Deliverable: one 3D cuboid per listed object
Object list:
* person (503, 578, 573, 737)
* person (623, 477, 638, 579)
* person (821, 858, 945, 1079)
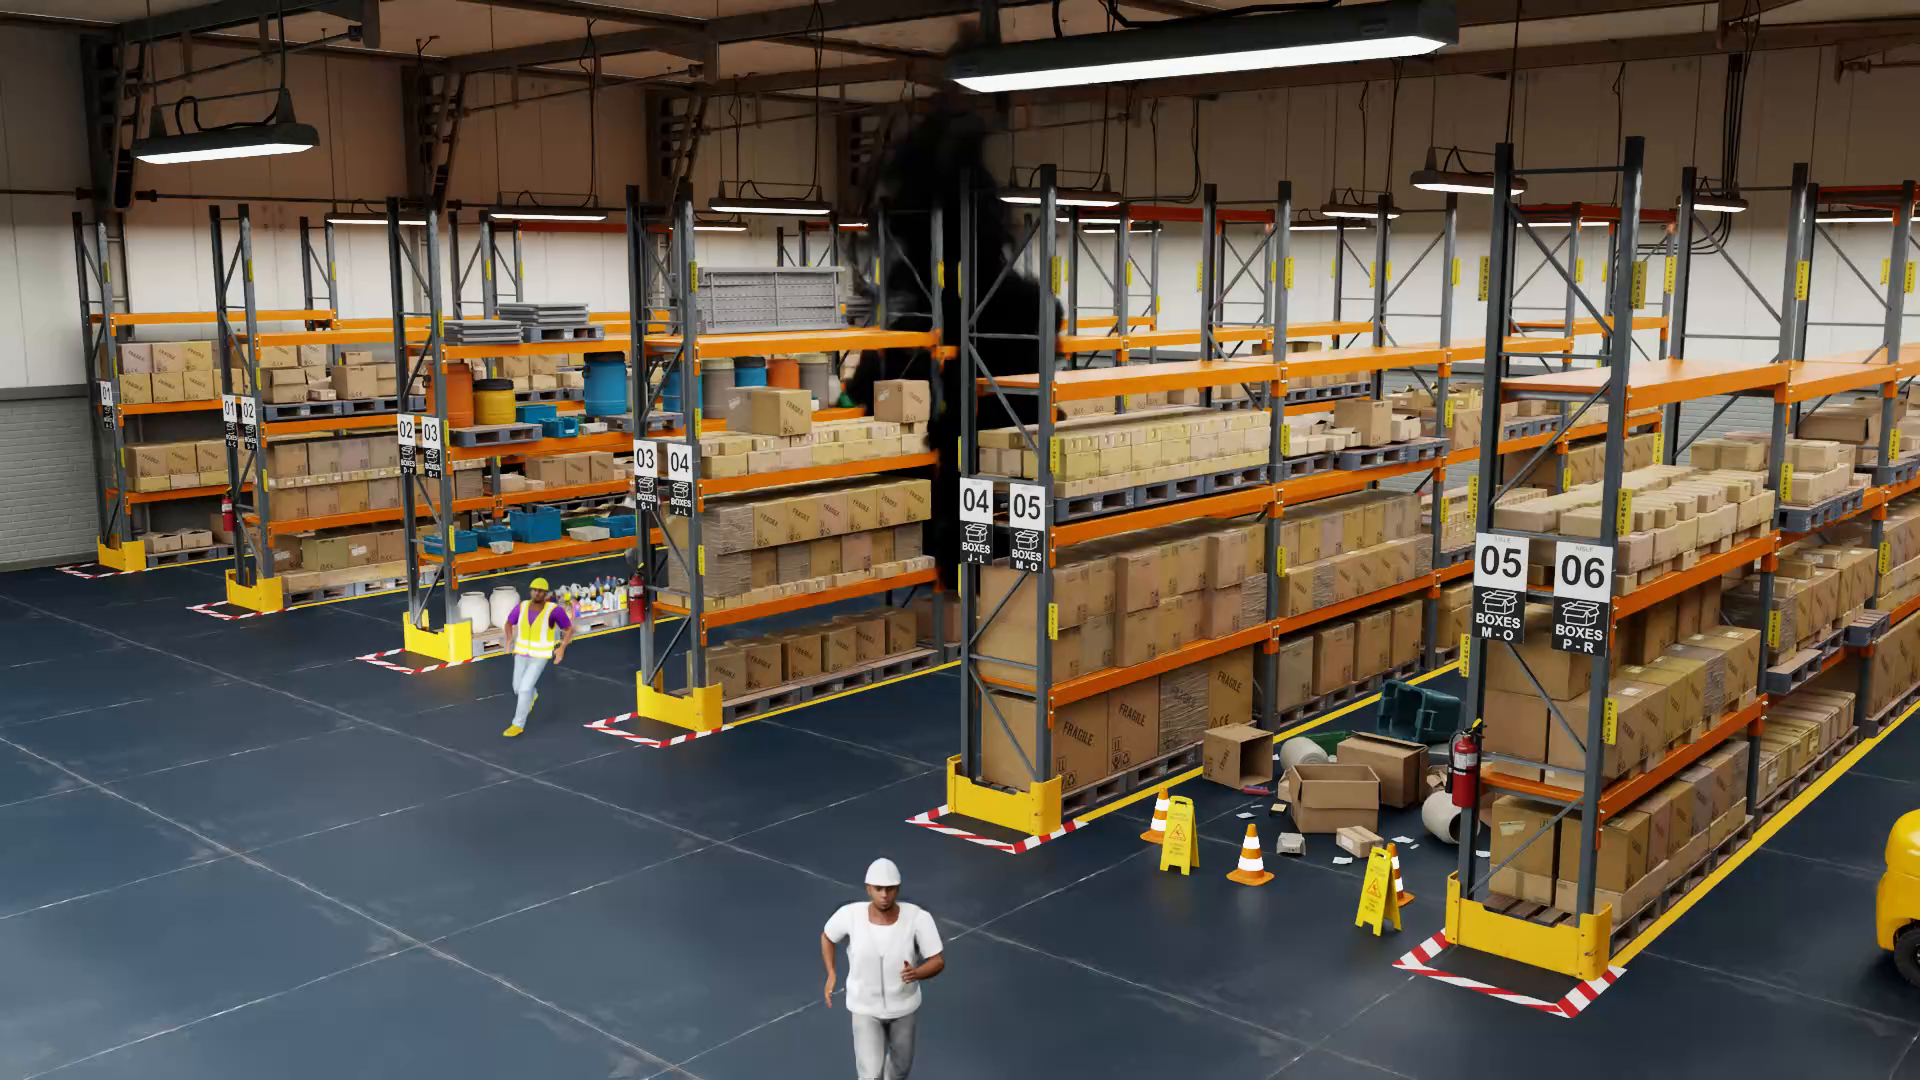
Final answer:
[{"bbox_3d":[-4.716,1.243,18.471,0.764,1.654,0.867,2,10,9],"label":"person"},{"bbox_3d":[-5.180,-0.101,26.558,0.637,1.814,0.711,9,13,42],"label":"person"},{"bbox_3d":[-0.437,2.698,9.594,0.698,1.758,0.960,-1,10,-7],"label":"person"}]
